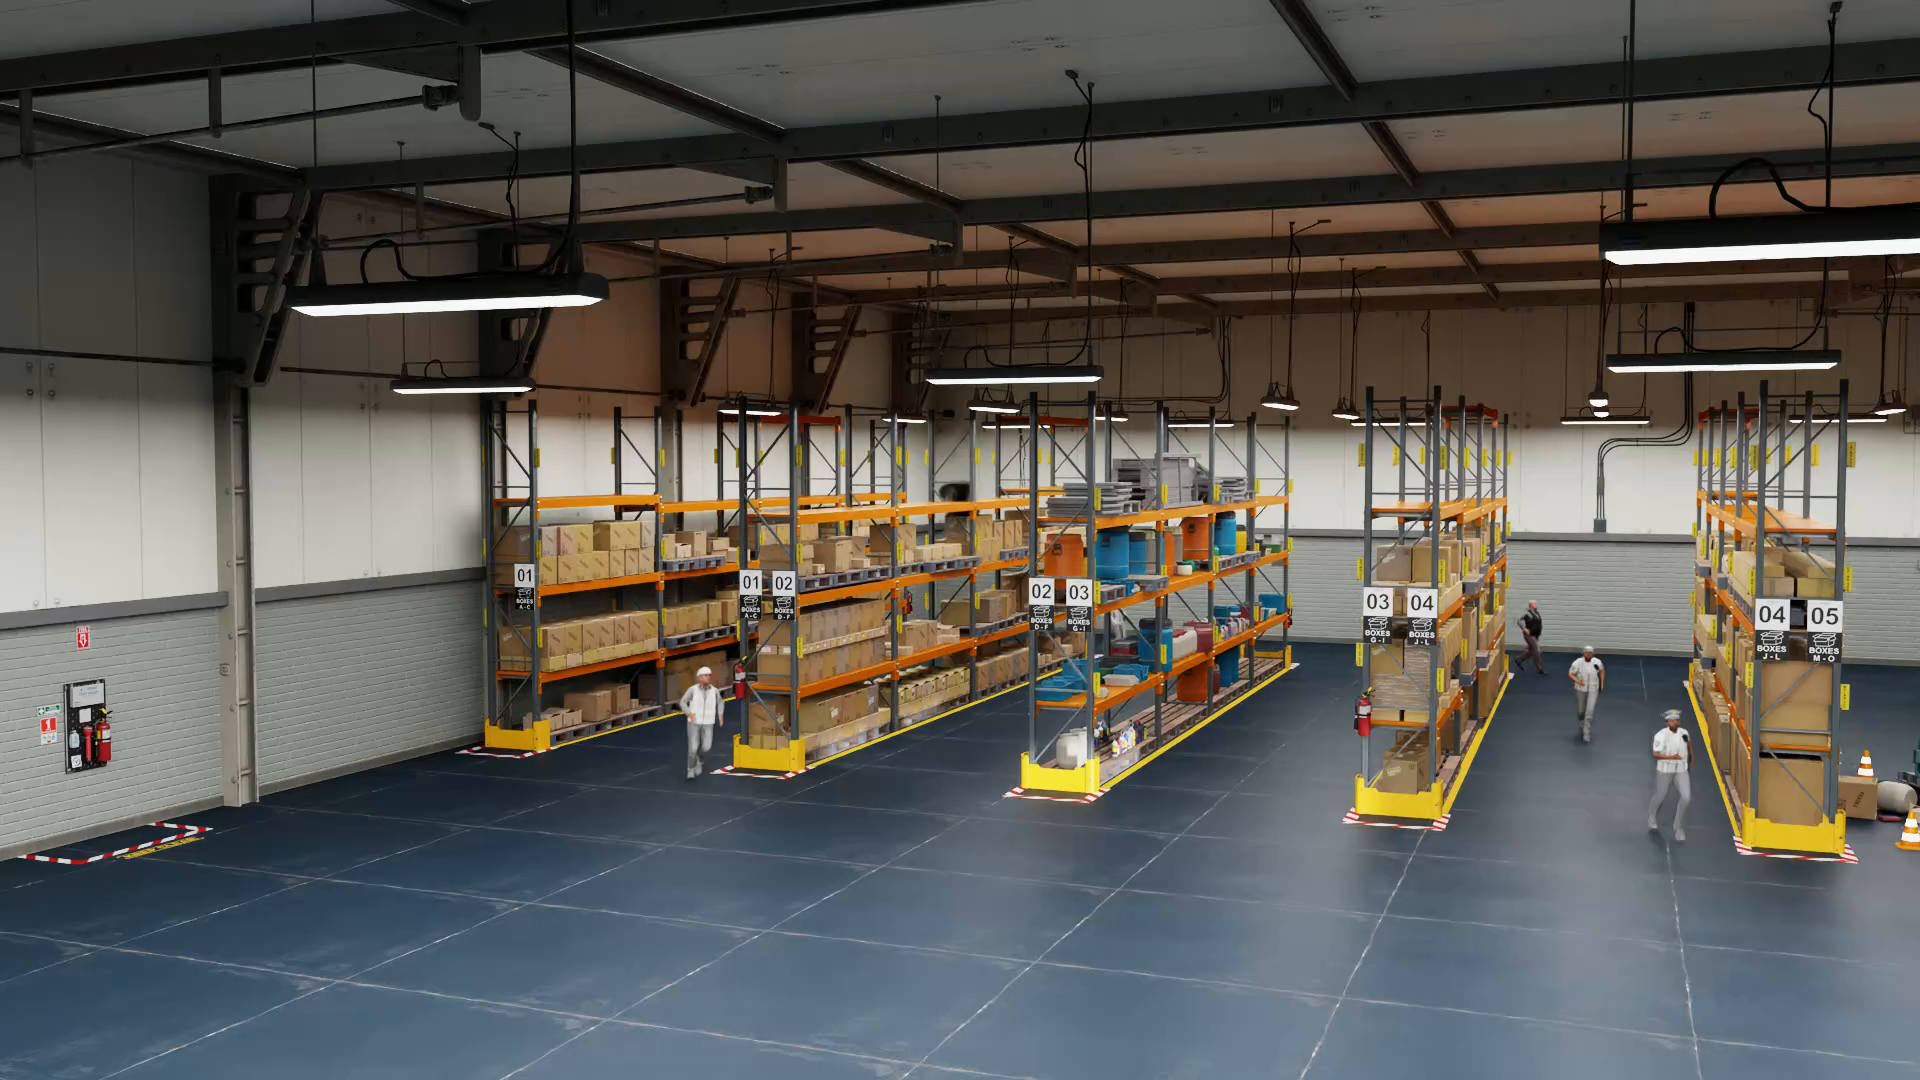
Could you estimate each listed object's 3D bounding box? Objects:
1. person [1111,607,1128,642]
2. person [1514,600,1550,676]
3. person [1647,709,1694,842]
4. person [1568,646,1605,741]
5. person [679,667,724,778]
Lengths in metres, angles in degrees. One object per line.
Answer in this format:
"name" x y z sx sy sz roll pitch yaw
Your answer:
"person" 3.960 2.116 42.098 0.647 1.645 0.603 -2 3 -33
"person" 13.202 2.233 38.414 0.708 1.716 0.980 -3 4 -43
"person" 9.406 3.078 21.942 0.587 1.735 0.878 0 3 4
"person" 11.233 2.712 29.819 0.628 1.668 0.964 1 3 16
"person" -4.012 2.856 26.010 0.727 1.725 0.518 -1 3 -20
